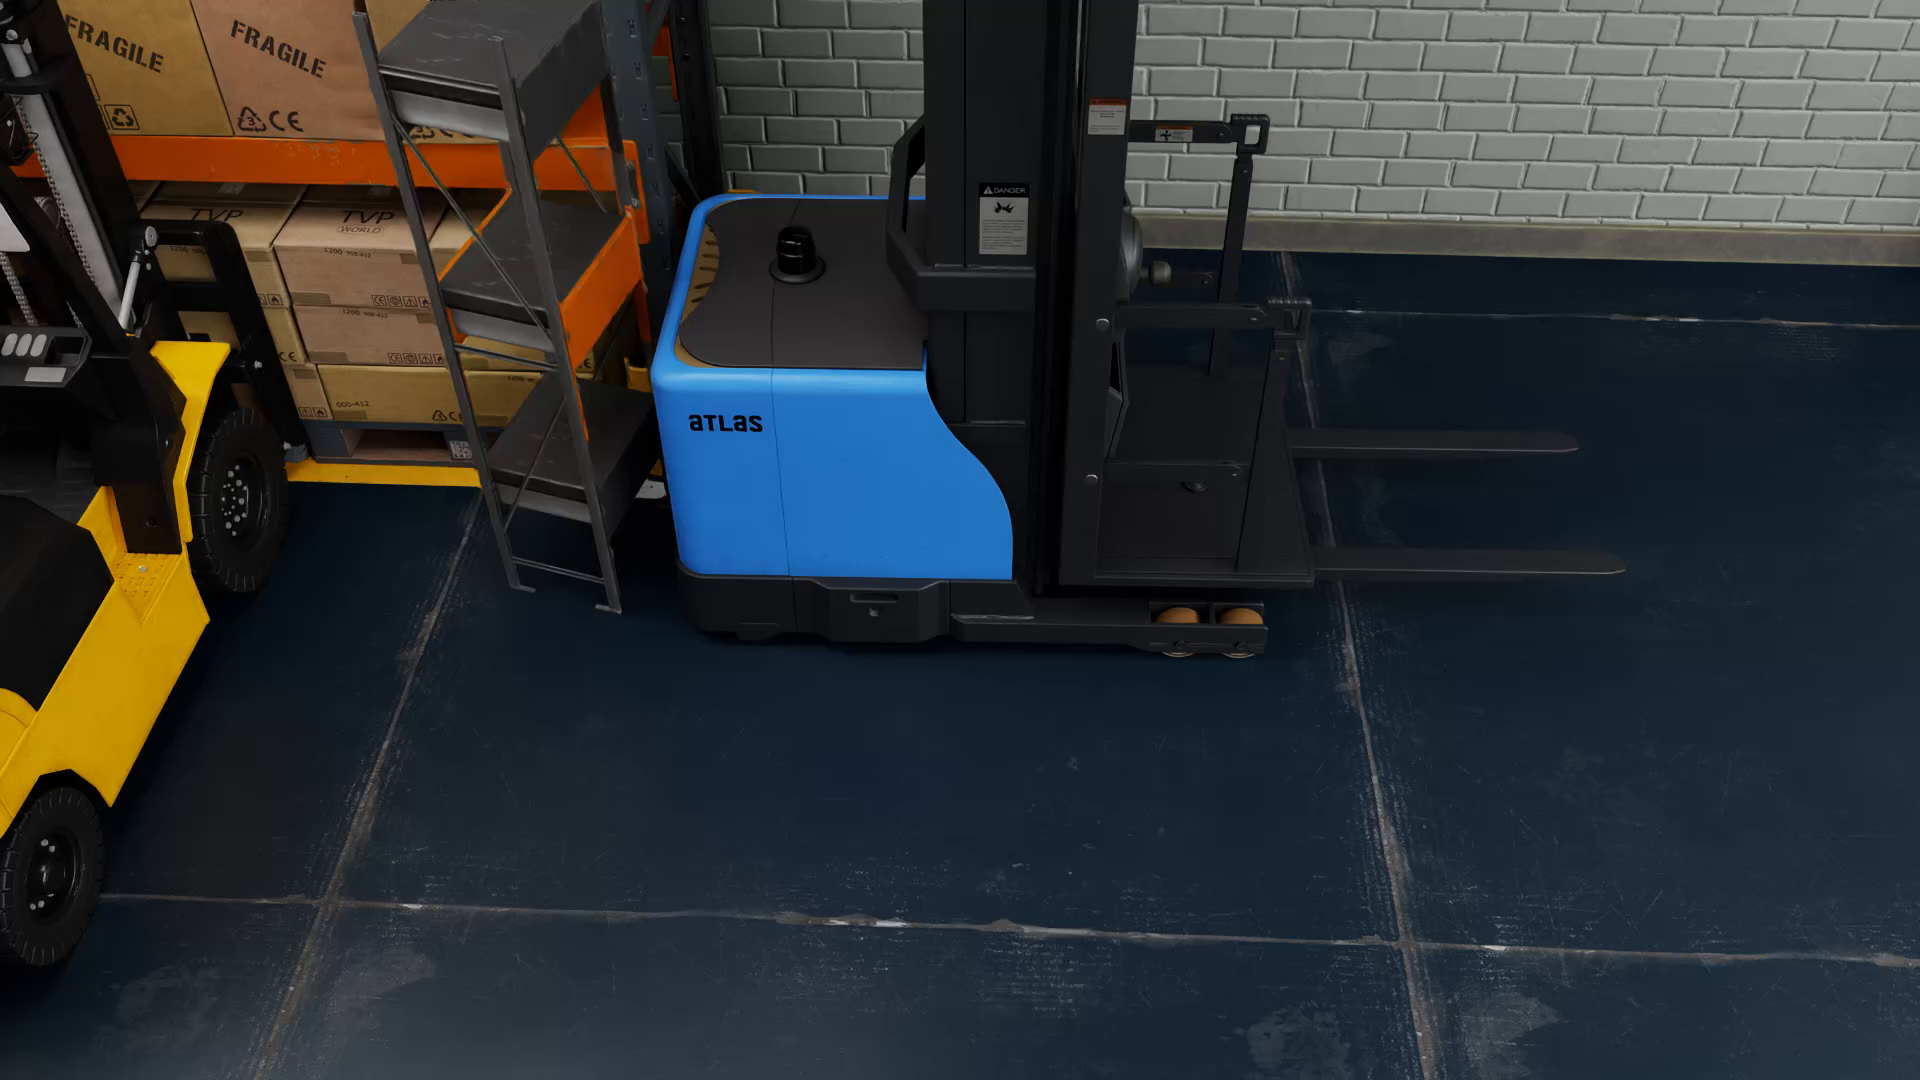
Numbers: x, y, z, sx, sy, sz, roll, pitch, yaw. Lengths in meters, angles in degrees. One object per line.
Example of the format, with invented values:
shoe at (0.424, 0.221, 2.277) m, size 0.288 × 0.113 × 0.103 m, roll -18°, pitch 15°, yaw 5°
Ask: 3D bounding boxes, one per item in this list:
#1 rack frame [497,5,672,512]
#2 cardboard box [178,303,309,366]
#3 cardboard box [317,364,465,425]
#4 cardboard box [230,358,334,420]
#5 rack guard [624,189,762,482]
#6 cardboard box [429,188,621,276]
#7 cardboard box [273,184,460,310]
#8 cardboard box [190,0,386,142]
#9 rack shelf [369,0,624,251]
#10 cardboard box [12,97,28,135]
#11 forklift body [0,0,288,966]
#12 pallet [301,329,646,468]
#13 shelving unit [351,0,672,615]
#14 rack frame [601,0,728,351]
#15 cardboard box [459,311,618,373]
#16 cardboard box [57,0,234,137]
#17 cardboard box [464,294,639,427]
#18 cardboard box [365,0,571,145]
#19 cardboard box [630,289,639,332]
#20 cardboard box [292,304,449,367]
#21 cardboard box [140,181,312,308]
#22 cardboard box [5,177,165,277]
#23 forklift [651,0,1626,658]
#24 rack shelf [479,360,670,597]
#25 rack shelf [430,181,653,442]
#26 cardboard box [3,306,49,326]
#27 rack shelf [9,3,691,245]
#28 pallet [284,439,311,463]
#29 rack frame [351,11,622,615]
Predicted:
rack frame at (-1.156, -0.858, 5.077) m, size 0.400 × 2.100 × 0.015 m, roll 13°, pitch 48°, yaw 11°
cardboard box at (-2.494, -0.860, 5.814) m, size 0.500 × 0.250 × 0.500 m, roll 1°, pitch 43°, yaw 1°
cardboard box at (-1.956, -0.671, 5.979) m, size 0.500 × 0.250 × 0.500 m, roll 2°, pitch 43°, yaw 2°
cardboard box at (-2.456, -0.693, 6.002) m, size 0.500 × 0.250 × 0.500 m, roll 2°, pitch 43°, yaw 2°
rack guard at (-0.952, -0.787, 6.228) m, size 0.348 × 0.500 × 1.175 m, roll 2°, pitch 43°, yaw 2°
cardboard box at (-1.451, -1.018, 5.618) m, size 0.500 × 0.250 × 0.500 m, roll 3°, pitch 43°, yaw 3°
cardboard box at (-1.961, -1.030, 5.630) m, size 0.500 × 0.250 × 0.500 m, roll 2°, pitch 43°, yaw 3°
cardboard box at (-1.998, -1.598, 5.191) m, size 0.500 × 0.500 × 0.500 m, roll 3°, pitch 43°, yaw 3°
rack shelf at (-1.215, -1.156, 4.415) m, size 0.431 × 0.518 × 0.480 m, roll 13°, pitch 48°, yaw 11°
cardboard box at (-3.012, -1.621, 5.216) m, size 0.500 × 0.500 × 0.500 m, roll 2°, pitch 43°, yaw 2°
forklift body at (-2.953, -0.208, 4.395) m, size 1.214 × 2.155 × 2.313 m, roll 2°, pitch 43°, yaw 2°
pallet at (-1.742, -0.677, 6.322) m, size 1.213 × 0.211 × 1.003 m, roll 2°, pitch 43°, yaw 2°
shelving unit at (-1.226, -0.688, 4.917) m, size 0.431 × 2.100 × 0.503 m, roll 13°, pitch 48°, yaw 11°
rack frame at (-0.976, -1.703, 5.377) m, size 0.127 × 3.000 × 1.000 m, roll 2°, pitch 43°, yaw 2°
cardboard box at (-1.477, -0.835, 5.788) m, size 0.500 × 0.250 × 0.500 m, roll 1°, pitch 43°, yaw 1°
cardboard box at (-2.510, -1.613, 5.208) m, size 0.500 × 0.500 × 0.500 m, roll 1°, pitch 43°, yaw 1°
cardboard box at (-1.460, -0.650, 5.956) m, size 0.500 × 0.250 × 0.500 m, roll 2°, pitch 43°, yaw 2°
cardboard box at (-1.480, -1.576, 5.167) m, size 0.500 × 0.500 × 0.500 m, roll 1°, pitch 43°, yaw 1°
cardboard box at (-1.458, -0.998, 6.330) m, size 0.500 × 0.250 × 0.500 m, roll 2°, pitch 43°, yaw 2°
cardboard box at (-1.977, -0.858, 5.813) m, size 0.500 × 0.250 × 0.500 m, roll 1°, pitch 43°, yaw 1°
cardboard box at (-2.465, -1.038, 5.640) m, size 0.500 × 0.250 × 0.500 m, roll 2°, pitch 43°, yaw 2°
cardboard box at (-2.971, -1.059, 5.662) m, size 0.500 × 0.250 × 0.500 m, roll 1°, pitch 43°, yaw 1°
forklift at (0.626, -1.063, 4.740) m, size 3.031 × 2.935 × 1.130 m, roll 1°, pitch 43°, yaw 1°
rack shelf at (-1.236, -0.201, 5.439) m, size 0.431 × 0.518 × 0.480 m, roll 13°, pitch 48°, yaw 11°
rack shelf at (-1.226, -0.678, 4.927) m, size 0.431 × 0.518 × 0.480 m, roll 13°, pitch 48°, yaw 11°
cardboard box at (-2.994, -0.877, 5.834) m, size 0.500 × 0.250 × 0.500 m, roll 2°, pitch 43°, yaw 2°
rack shelf at (-2.974, -1.501, 5.688) m, size 4.000 × 0.370 × 1.077 m, roll 2°, pitch 43°, yaw 2°
pallet at (-2.958, -0.717, 6.364) m, size 1.213 × 0.211 × 1.003 m, roll 2°, pitch 43°, yaw 2°
rack frame at (-1.295, -0.517, 4.756) m, size 0.400 × 2.100 × 0.015 m, roll 13°, pitch 48°, yaw 11°
